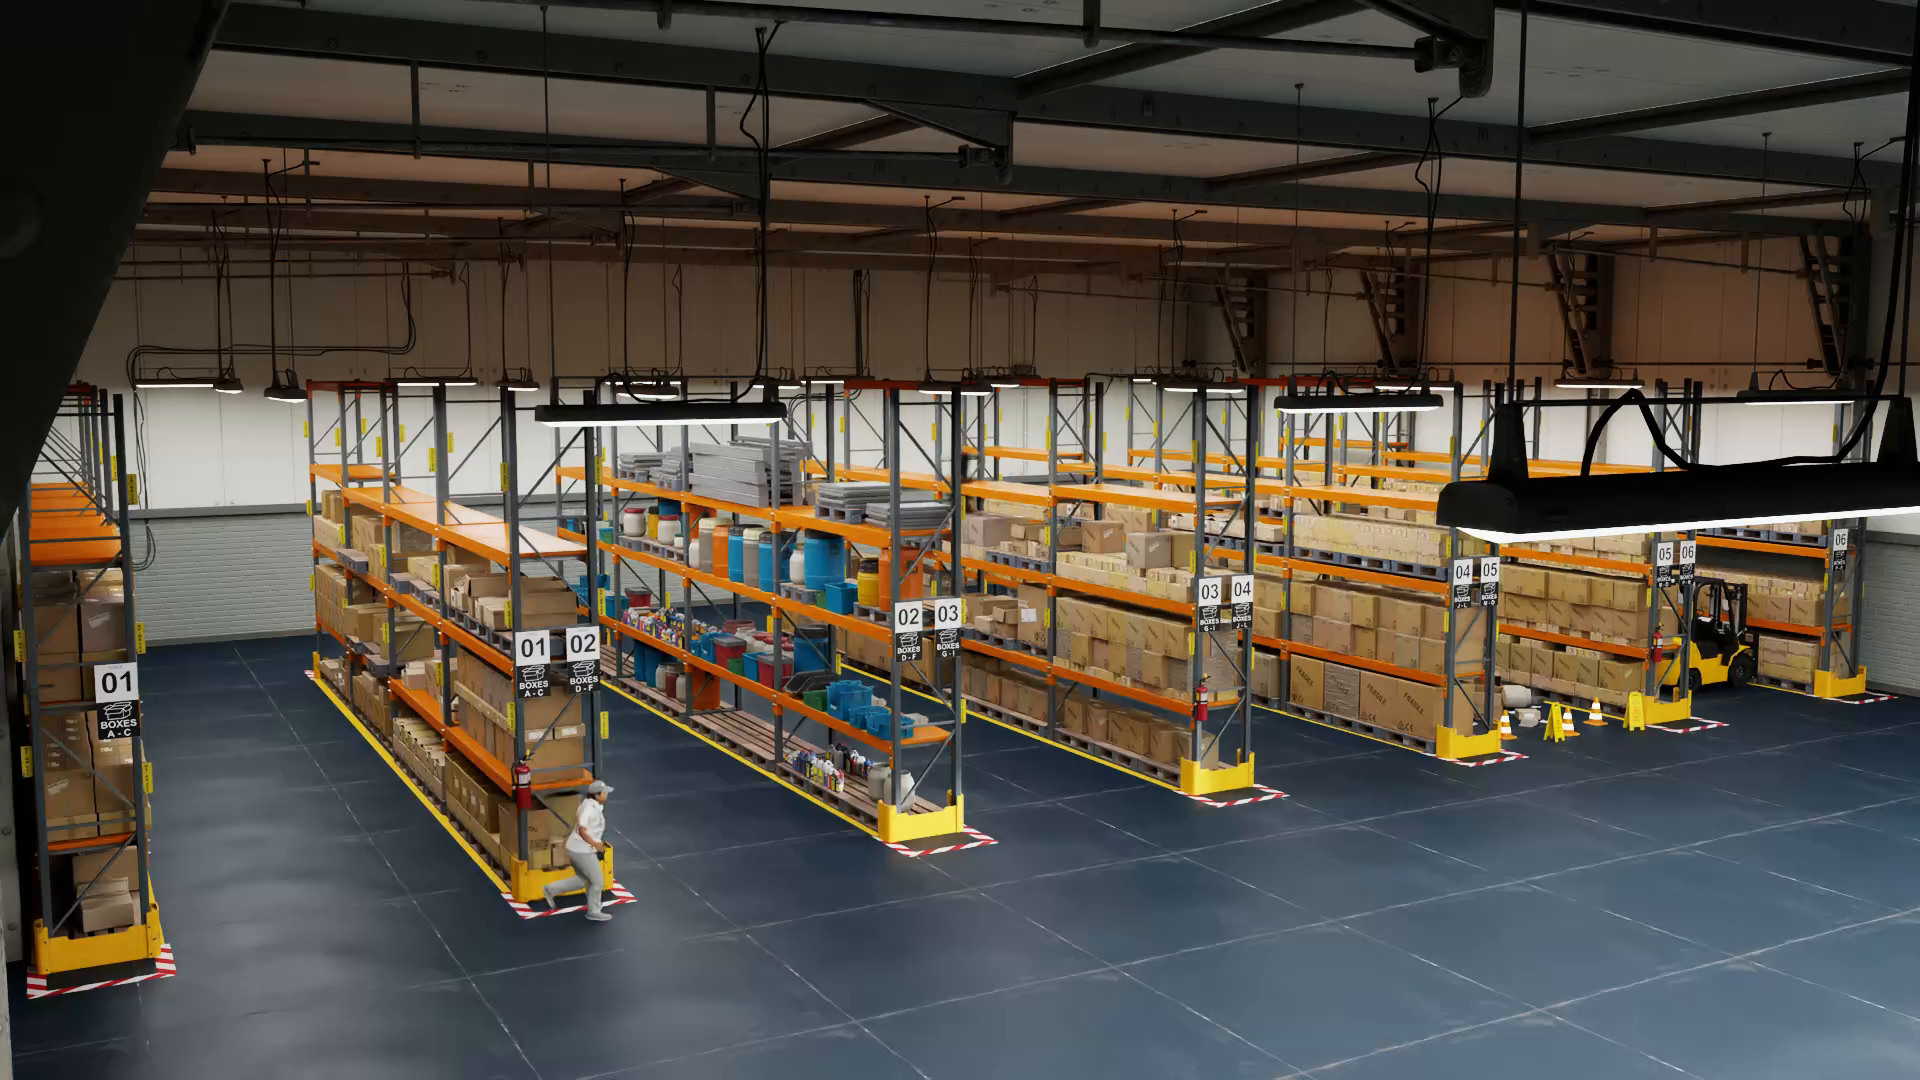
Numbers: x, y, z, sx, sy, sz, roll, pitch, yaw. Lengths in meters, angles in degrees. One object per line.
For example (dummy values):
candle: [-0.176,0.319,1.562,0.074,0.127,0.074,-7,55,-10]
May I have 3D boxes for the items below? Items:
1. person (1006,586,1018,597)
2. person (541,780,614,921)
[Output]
person: [1.399,0.921,43.577,0.537,1.562,0.667,6,8,43]
person: [-4.323,3.542,18.829,0.816,1.634,0.590,-1,6,-8]
